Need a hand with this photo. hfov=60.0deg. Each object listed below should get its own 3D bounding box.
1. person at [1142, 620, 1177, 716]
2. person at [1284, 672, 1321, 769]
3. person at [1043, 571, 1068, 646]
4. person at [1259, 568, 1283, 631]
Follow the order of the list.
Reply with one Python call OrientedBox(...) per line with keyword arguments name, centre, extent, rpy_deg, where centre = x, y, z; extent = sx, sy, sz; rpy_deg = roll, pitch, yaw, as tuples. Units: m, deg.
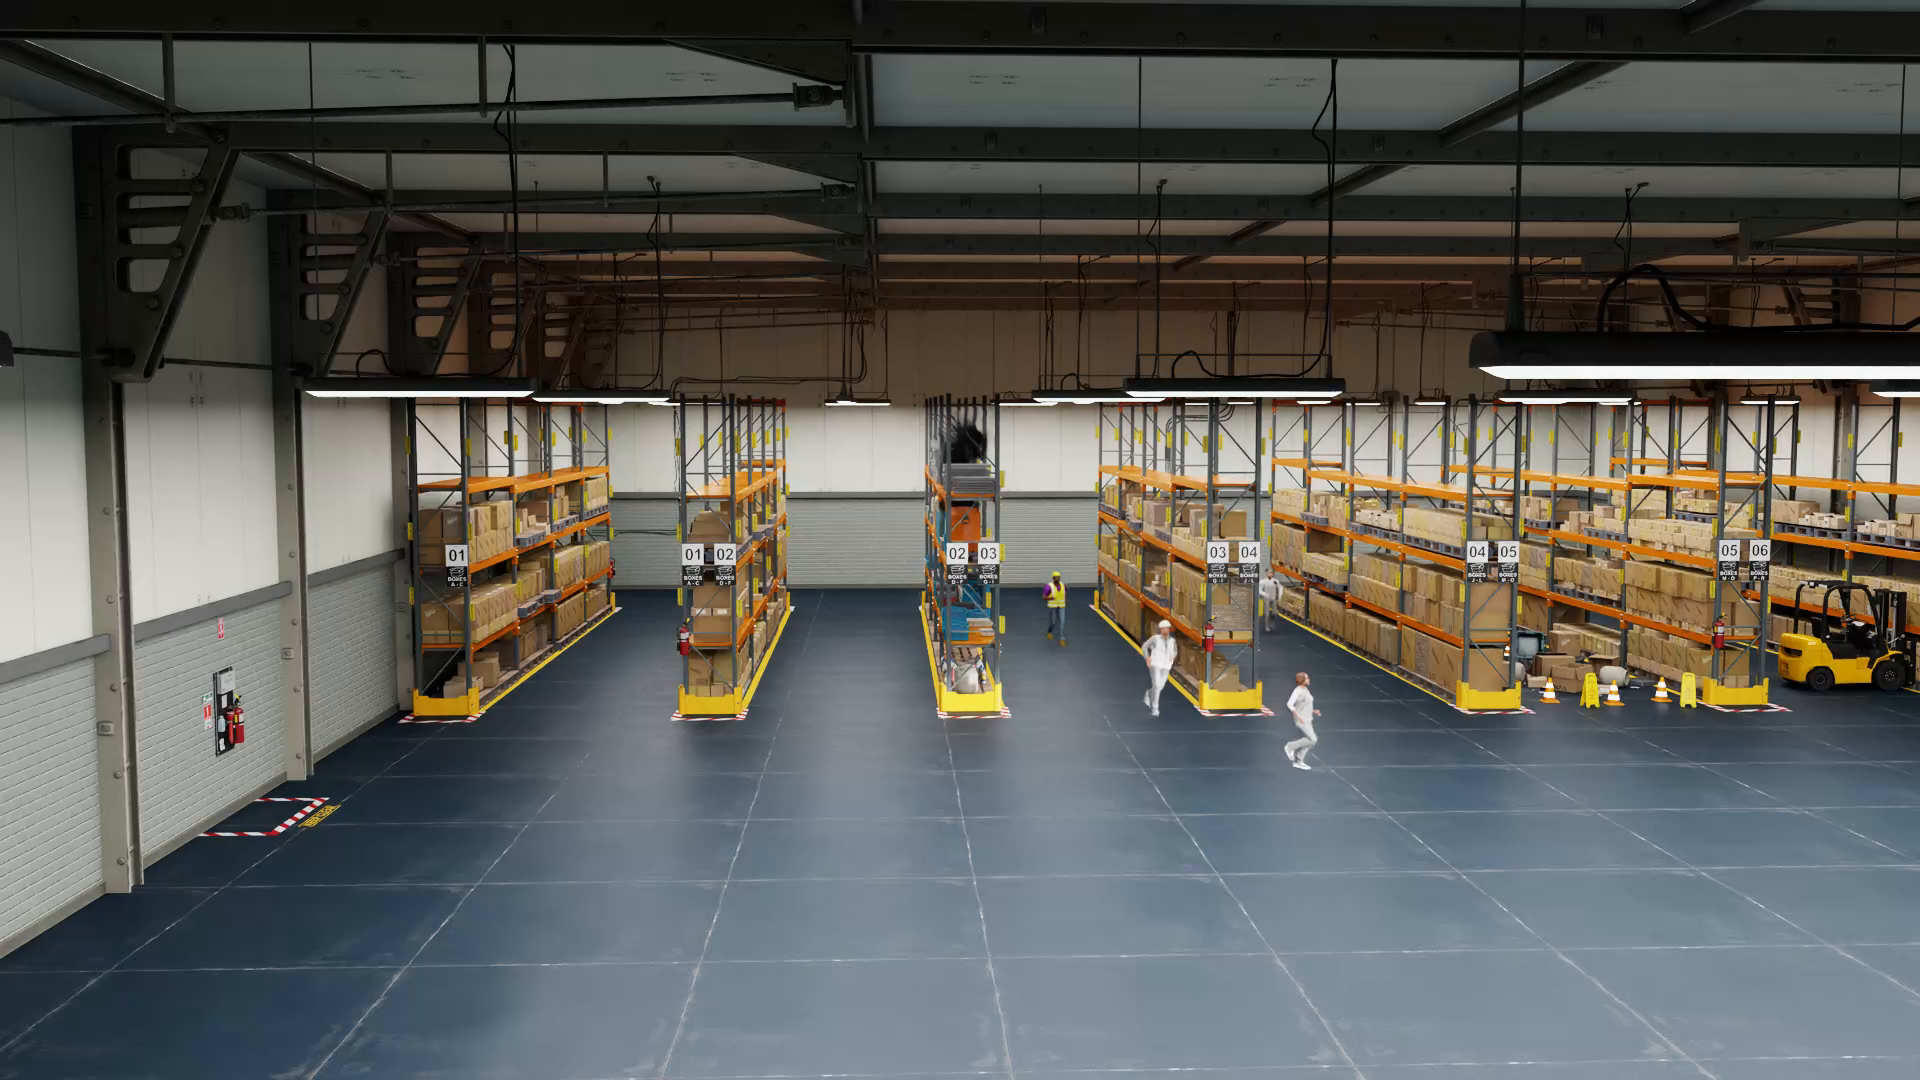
OrientedBox(name="person", centre=(3.789, 2.388, 31.418), extent=(0.686, 1.758, 0.844), rpy_deg=(-2, 5, -20))
OrientedBox(name="person", centre=(5.448, 2.870, 26.431), extent=(0.537, 1.555, 0.549), rpy_deg=(2, 5, 27))
OrientedBox(name="person", centre=(2.338, 1.638, 40.230), extent=(0.693, 1.760, 0.970), rpy_deg=(-1, 5, -16))
OrientedBox(name="person", centre=(7.955, 1.524, 42.534), extent=(0.659, 1.646, 0.553), rpy_deg=(0, 5, 0))
